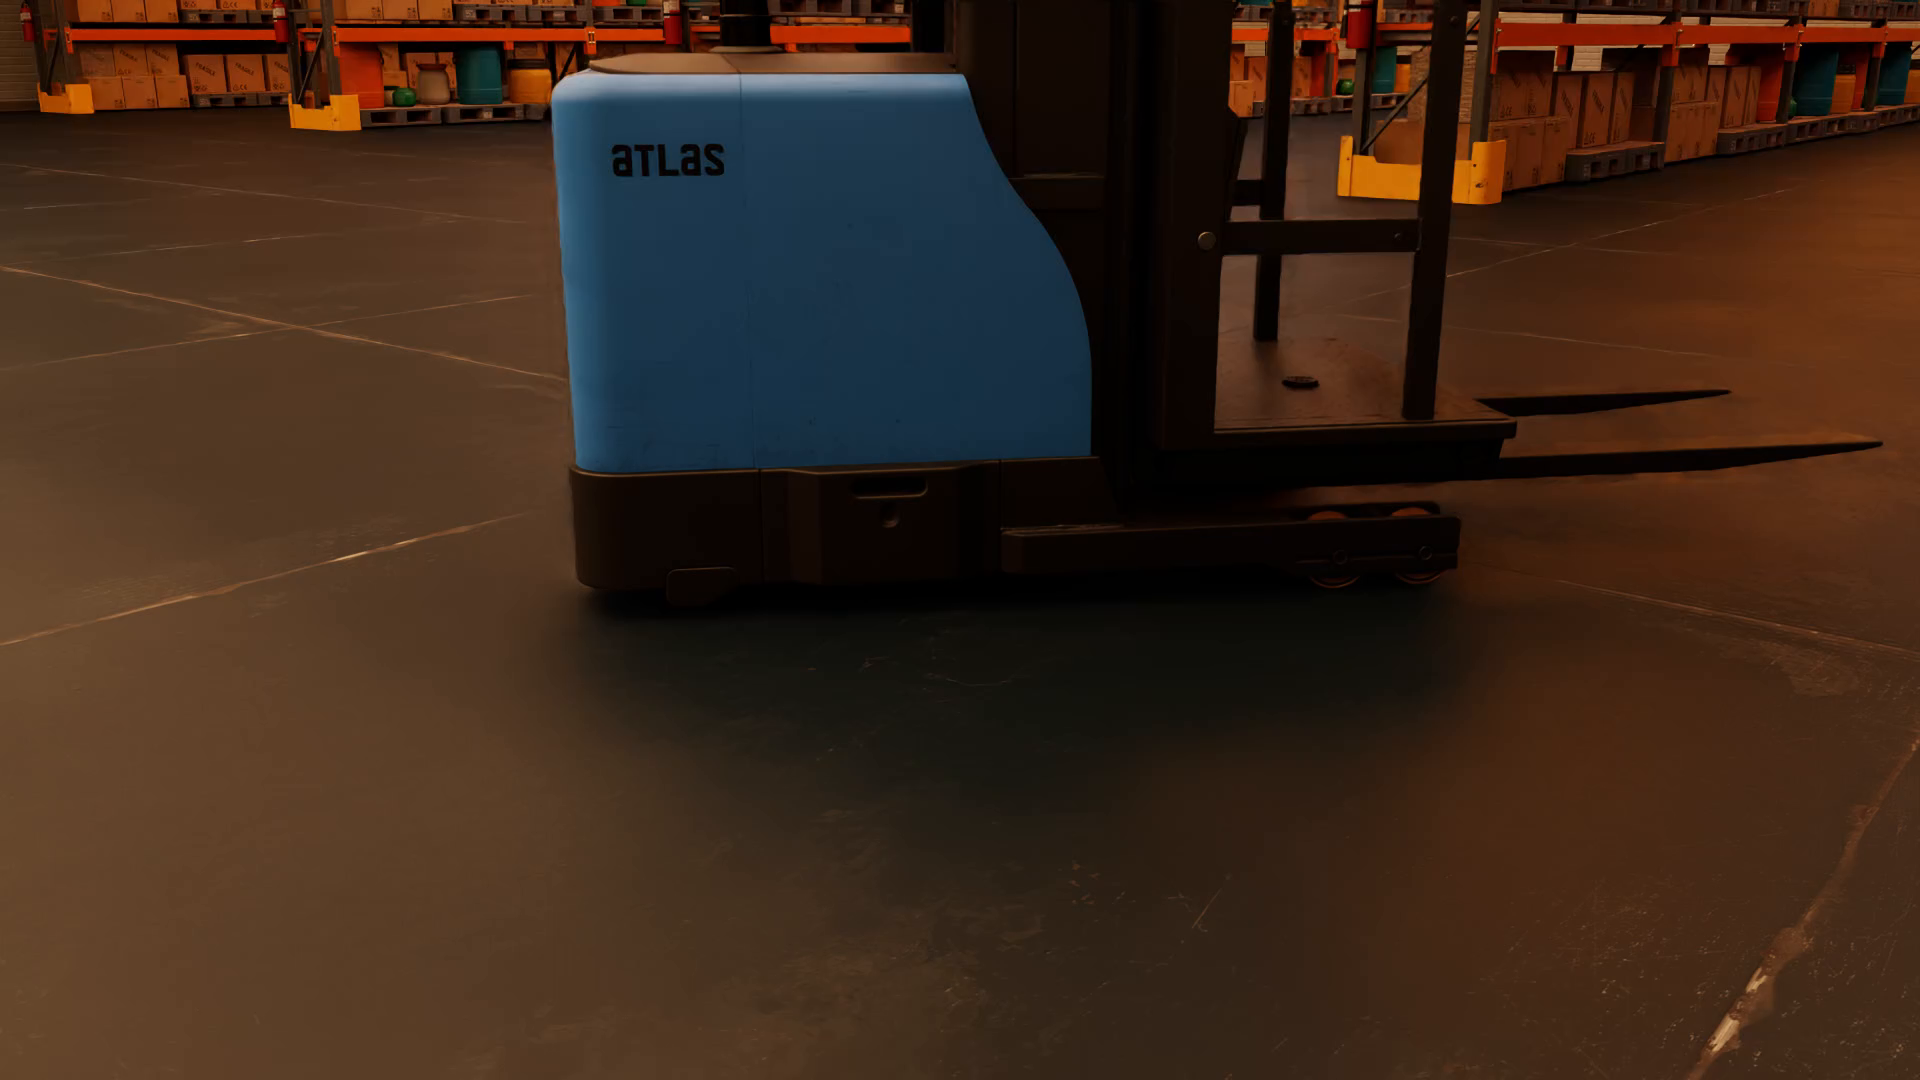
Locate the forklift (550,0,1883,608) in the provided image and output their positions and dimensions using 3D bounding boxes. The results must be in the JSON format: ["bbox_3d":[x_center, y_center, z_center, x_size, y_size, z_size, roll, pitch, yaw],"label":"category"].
[{"bbox_3d":[0.639,-1.446,3.659,3.031,2.935,1.130,-3,17,-9],"label":"forklift"}]
